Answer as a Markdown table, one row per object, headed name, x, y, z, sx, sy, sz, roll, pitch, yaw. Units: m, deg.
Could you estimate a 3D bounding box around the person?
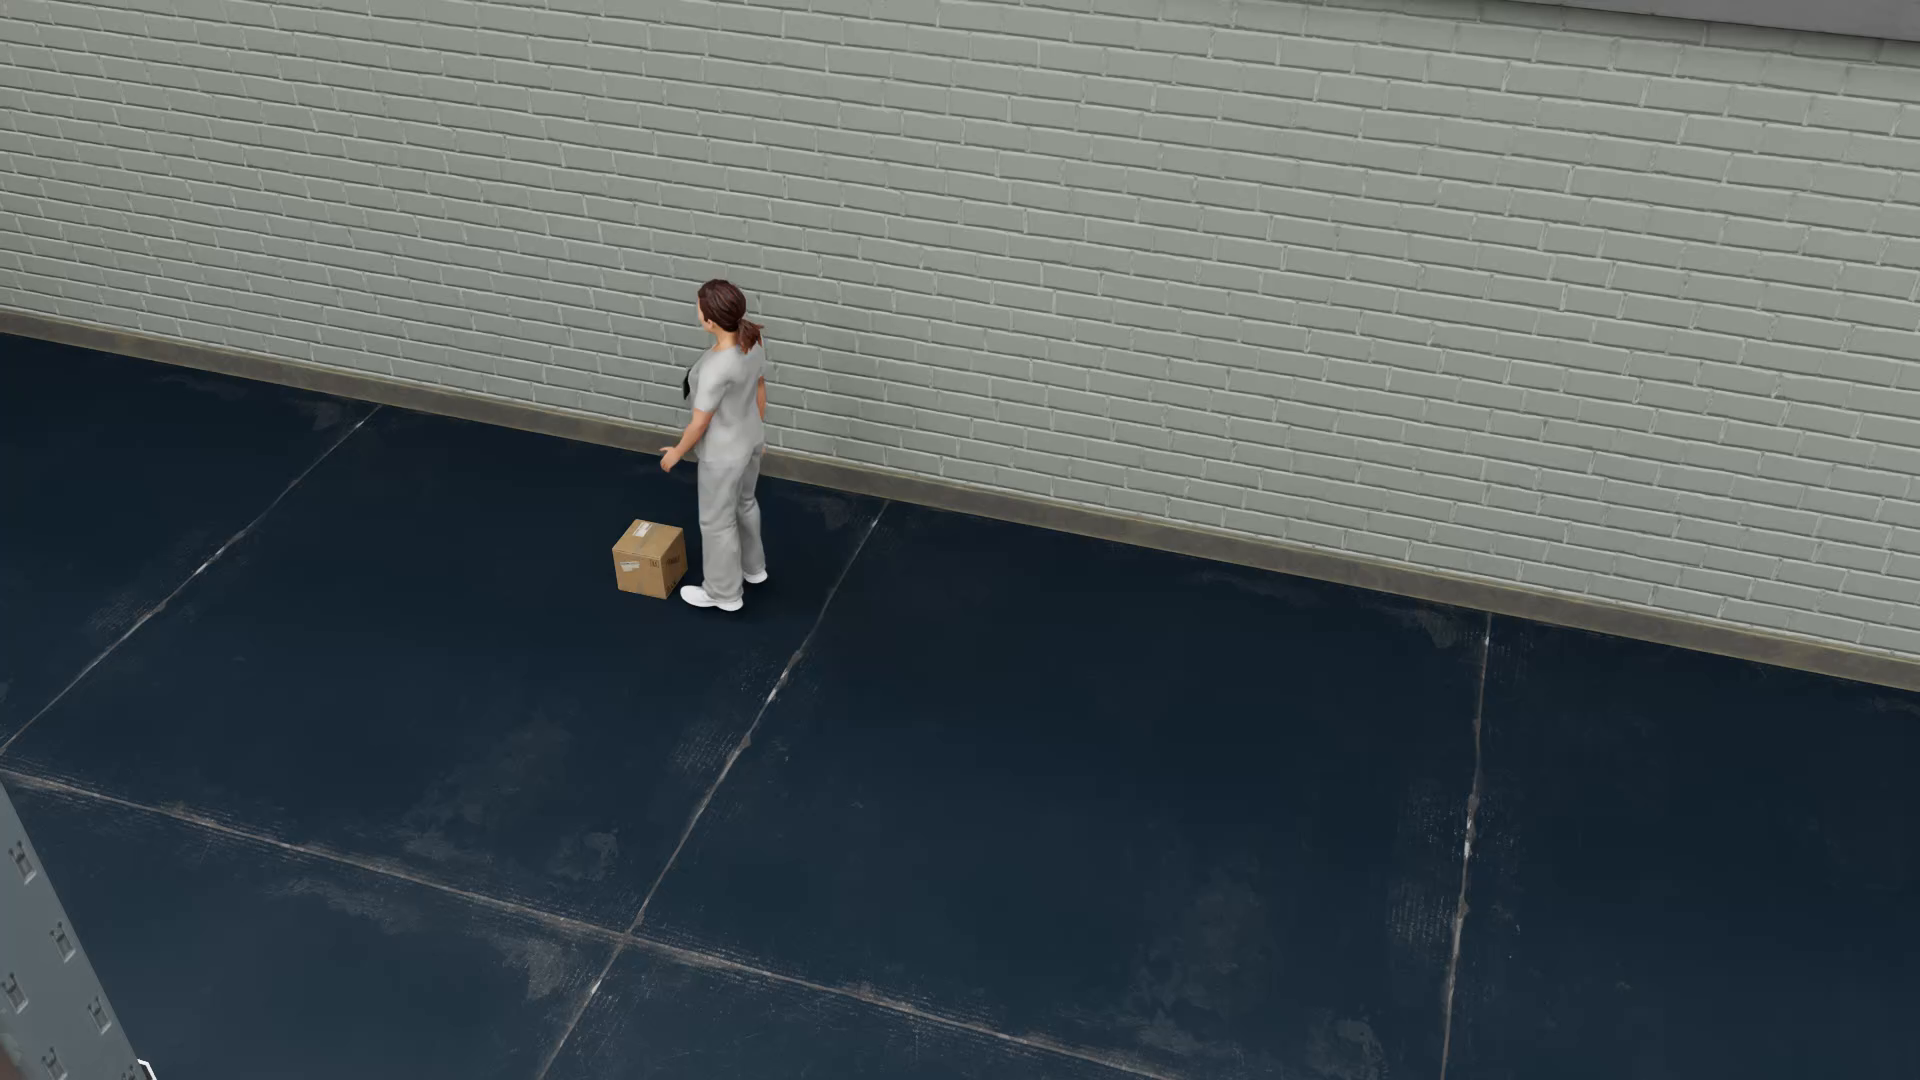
| name | x | y | z | sx | sy | sz | roll | pitch | yaw |
| --- | --- | --- | --- | --- | --- | --- | --- | --- | --- |
| person | -1.053 | -0.405 | 7.406 | 0.478 | 1.692 | 0.455 | 13 | 39 | 17 |
